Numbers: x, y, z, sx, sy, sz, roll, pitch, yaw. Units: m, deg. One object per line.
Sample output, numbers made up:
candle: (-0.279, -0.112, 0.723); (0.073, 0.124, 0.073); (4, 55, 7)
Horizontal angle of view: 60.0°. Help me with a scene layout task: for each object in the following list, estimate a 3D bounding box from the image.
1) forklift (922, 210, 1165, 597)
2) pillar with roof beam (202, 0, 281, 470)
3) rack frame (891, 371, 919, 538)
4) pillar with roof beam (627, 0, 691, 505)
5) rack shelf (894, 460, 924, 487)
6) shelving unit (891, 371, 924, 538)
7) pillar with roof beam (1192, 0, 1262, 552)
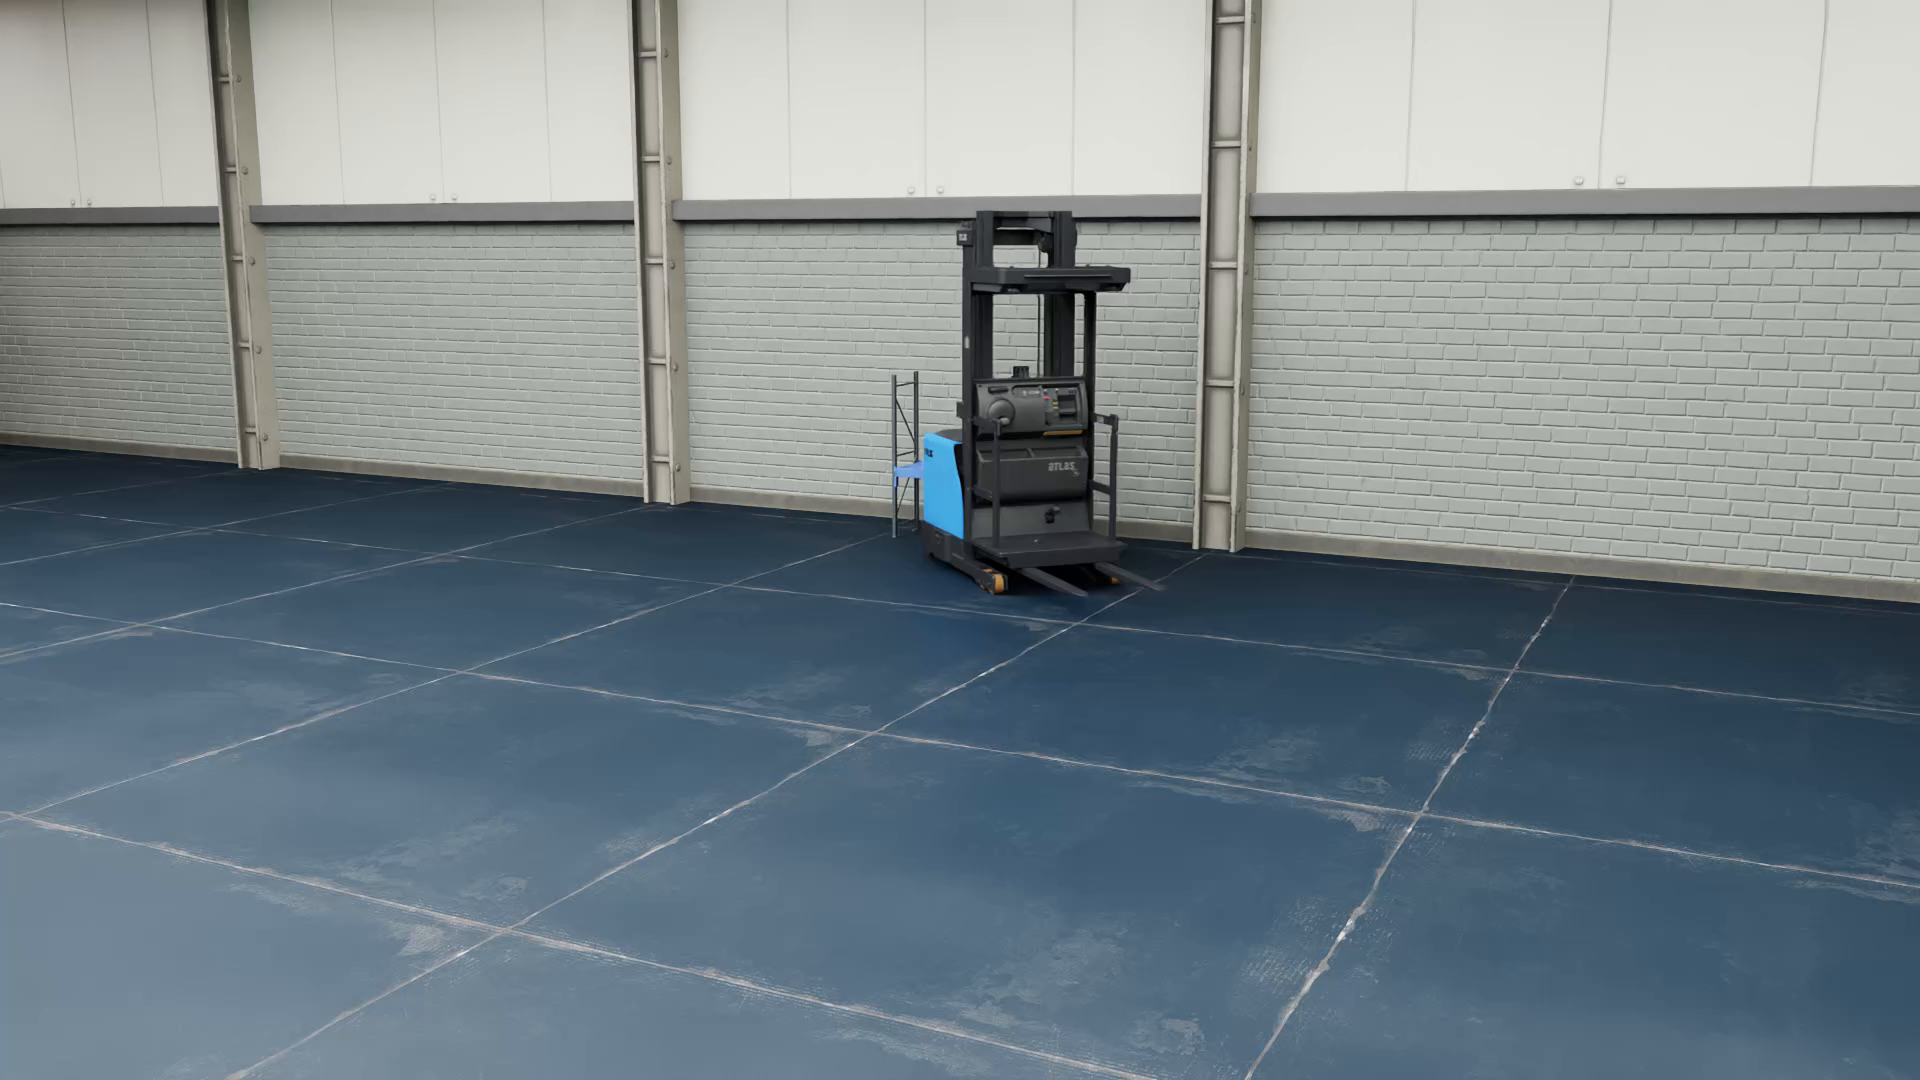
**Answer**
forklift: (0.652, -1.099, 13.075); (1.130, 2.935, 3.031); (-4, 11, -20)
pillar with roof beam: (-10.354, -4.619, 15.482); (0.400, 9.000, 9.100); (5, 11, 26)
rack frame: (-0.505, -0.799, 15.434); (0.032, 1.500, 0.500); (5, 11, 24)
pillar with roof beam: (-4.974, -4.146, 12.869); (0.400, 9.000, 9.100); (5, 11, 26)
rack shelf: (-0.043, -0.584, 15.258); (1.000, 0.185, 0.538); (5, 11, 24)
shelving unit: (-0.043, -0.761, 15.226); (1.048, 1.500, 0.538); (5, 11, 24)
pillar with roof beam: (0.407, -3.673, 10.257); (0.400, 9.000, 9.100); (5, 11, 26)
